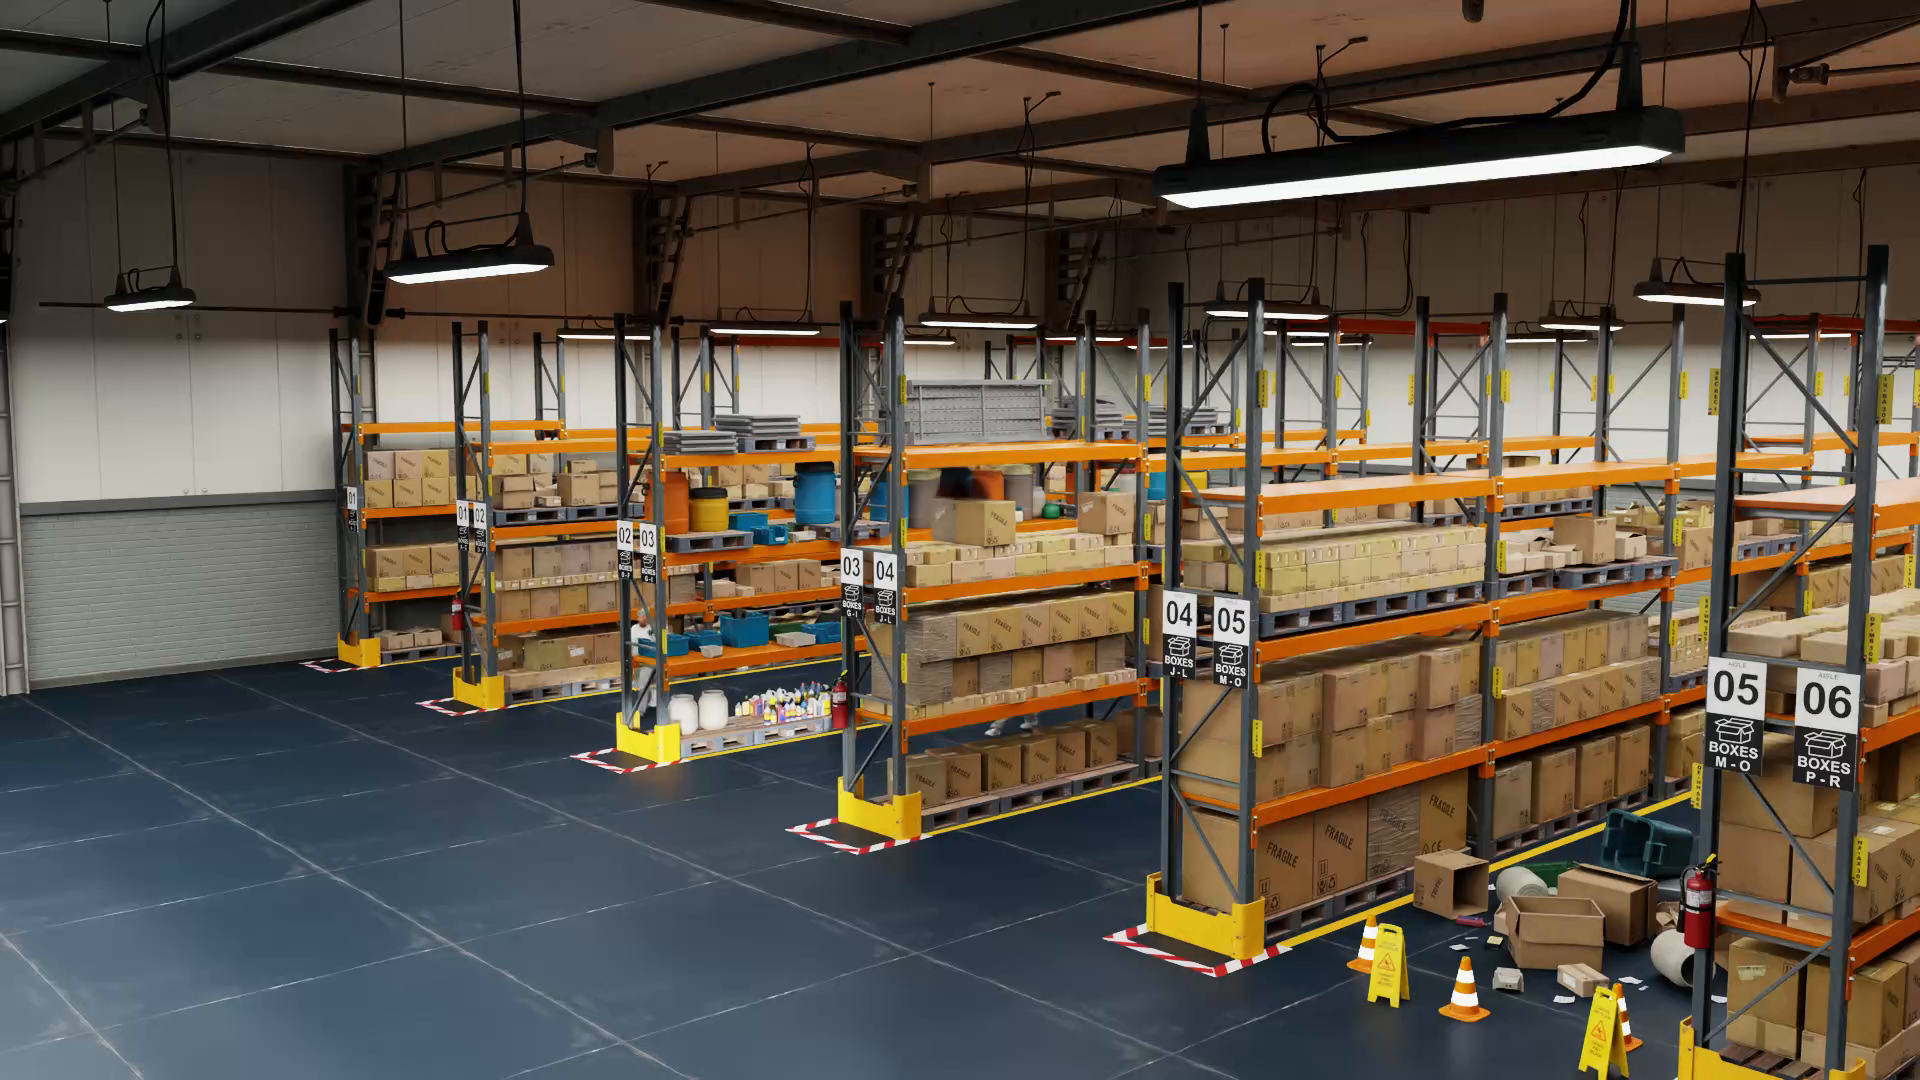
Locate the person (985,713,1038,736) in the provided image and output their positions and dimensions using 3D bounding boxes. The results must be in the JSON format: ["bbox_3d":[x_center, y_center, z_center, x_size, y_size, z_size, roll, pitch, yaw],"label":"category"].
[{"bbox_3d":[0.732,1.976,23.957,1.047,1.604,0.444,-4,7,-33],"label":"person"}]

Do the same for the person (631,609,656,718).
[{"bbox_3d":[-4.815,1.854,25.388,0.491,1.619,0.927,3,6,25],"label":"person"}]

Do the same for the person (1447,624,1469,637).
[{"bbox_3d":[7.277,1.941,24.270,0.992,1.702,0.615,-5,8,-43],"label":"person"}]
